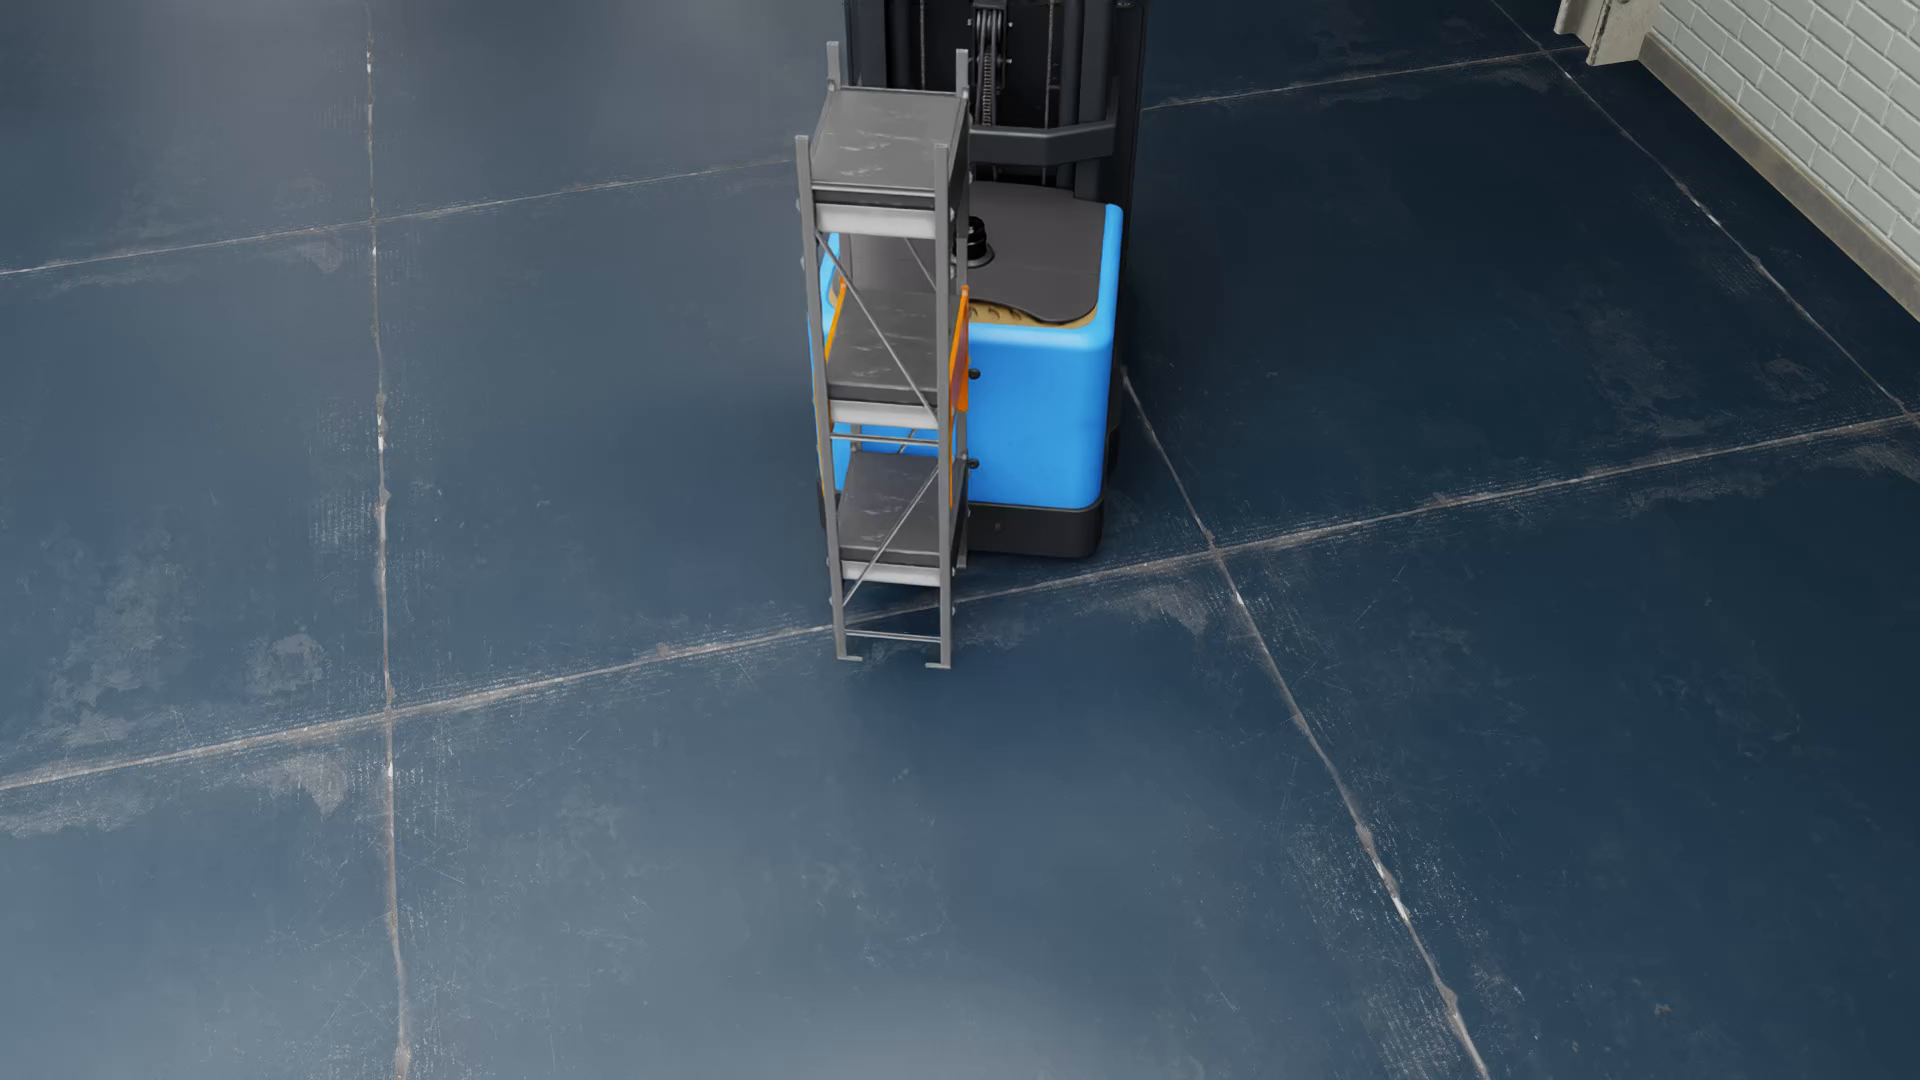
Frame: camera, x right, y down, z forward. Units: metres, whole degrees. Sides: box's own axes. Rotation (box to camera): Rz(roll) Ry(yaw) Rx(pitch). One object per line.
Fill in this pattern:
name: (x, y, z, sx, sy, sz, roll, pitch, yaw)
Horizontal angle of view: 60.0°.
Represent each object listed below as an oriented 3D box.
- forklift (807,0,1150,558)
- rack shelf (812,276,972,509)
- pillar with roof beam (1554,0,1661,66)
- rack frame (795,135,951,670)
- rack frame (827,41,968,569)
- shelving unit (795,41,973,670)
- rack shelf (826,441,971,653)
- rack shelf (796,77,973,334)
forklift: (0.158, -2.017, 6.175, 1.130, 2.935, 3.031, 5, 46, 5)
rack shelf: (-0.203, -0.467, 5.256, 0.431, 0.518, 0.480, 5, 46, 5)
pillar with roof beam: (-0.774, -4.999, 4.848, 9.100, 9.000, 0.400, -11, 47, -10)
rack frame: (-0.231, -0.303, 5.077, 0.400, 2.100, 0.015, 5, 46, 5)
rack frame: (-0.176, -0.649, 5.416, 0.400, 2.100, 0.015, 5, 46, 5)
shelving unit: (-0.203, -0.476, 5.247, 0.431, 2.100, 0.503, 5, 46, 5)
rack shelf: (-0.203, 0.023, 5.756, 0.431, 0.518, 0.480, 5, 46, 5)
rack shelf: (-0.203, -0.957, 4.756, 0.431, 0.518, 0.480, 5, 46, 5)
